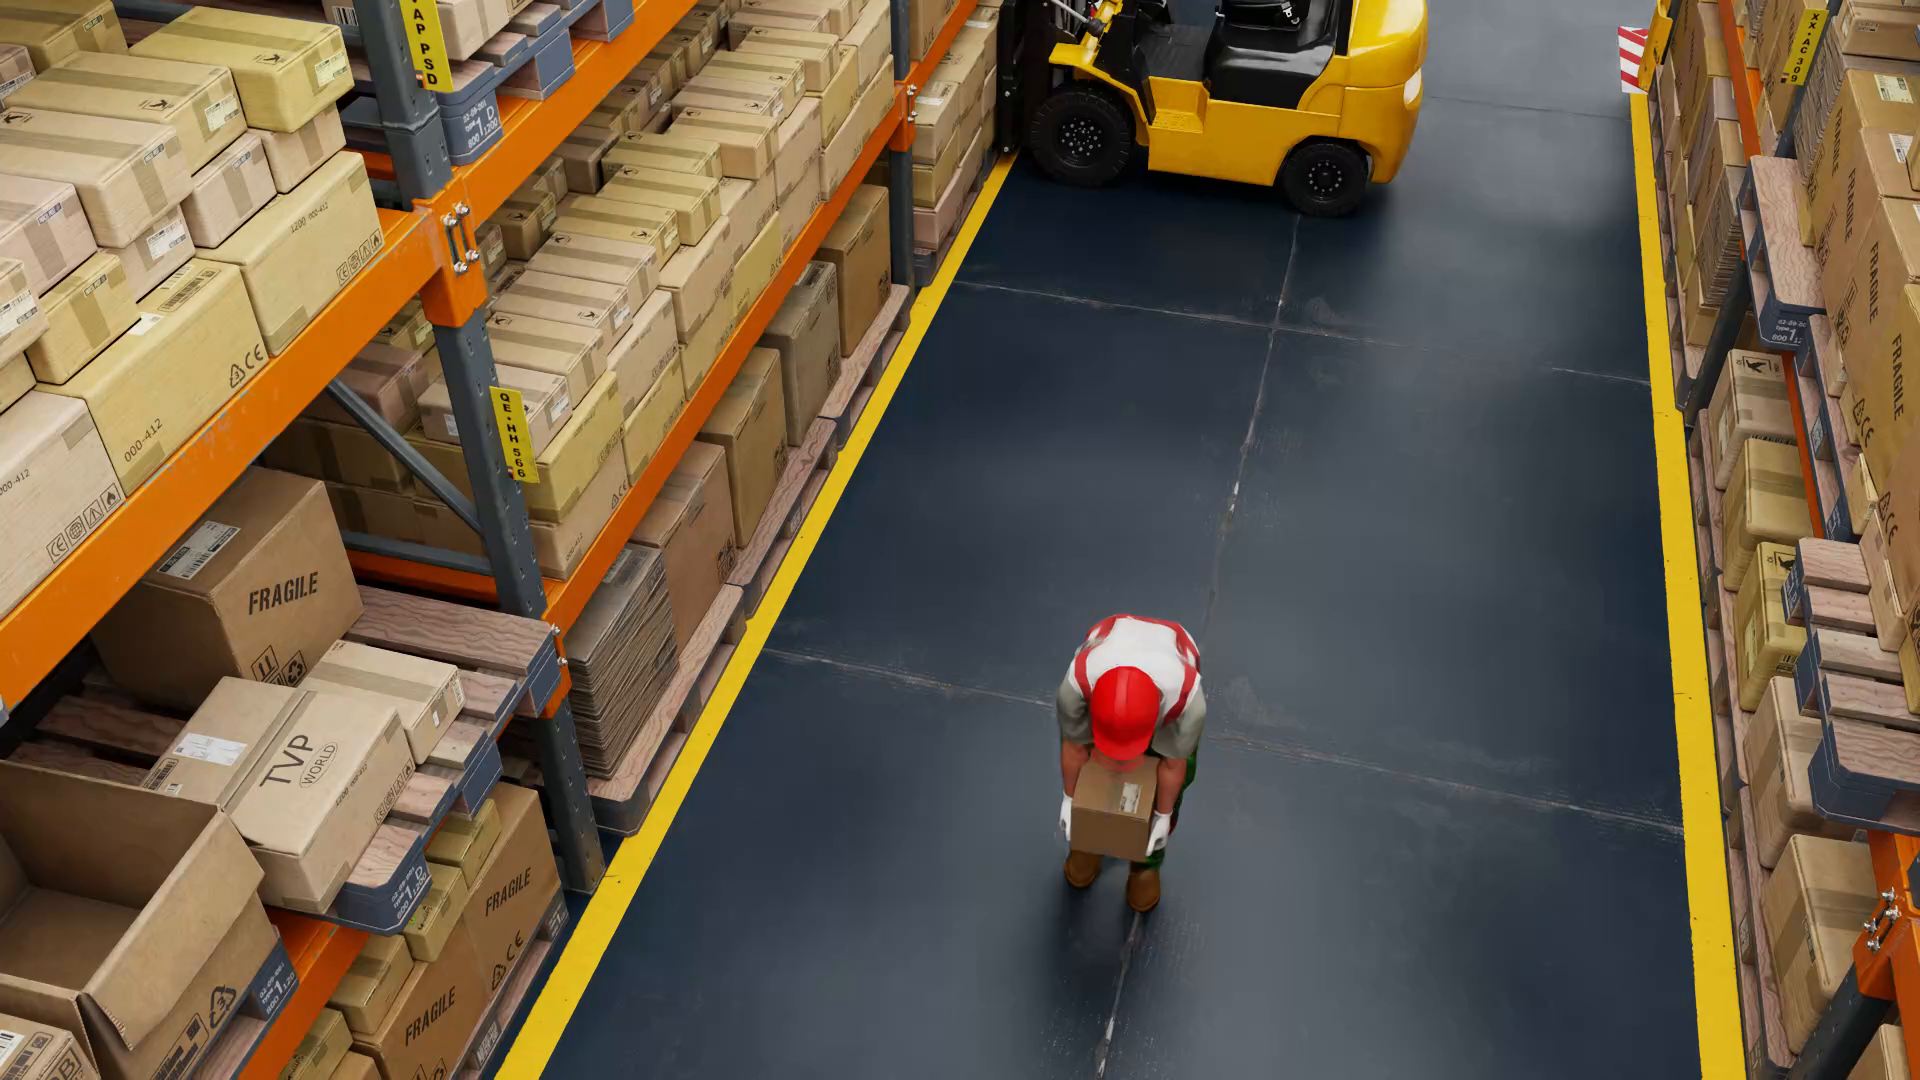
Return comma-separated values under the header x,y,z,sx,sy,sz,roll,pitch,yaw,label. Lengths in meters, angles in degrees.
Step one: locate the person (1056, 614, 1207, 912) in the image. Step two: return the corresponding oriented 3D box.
x,y,z,sx,sy,sz,roll,pitch,yaw,label
0.542,0.757,5.498,0.484,1.472,0.858,9,41,10,person
